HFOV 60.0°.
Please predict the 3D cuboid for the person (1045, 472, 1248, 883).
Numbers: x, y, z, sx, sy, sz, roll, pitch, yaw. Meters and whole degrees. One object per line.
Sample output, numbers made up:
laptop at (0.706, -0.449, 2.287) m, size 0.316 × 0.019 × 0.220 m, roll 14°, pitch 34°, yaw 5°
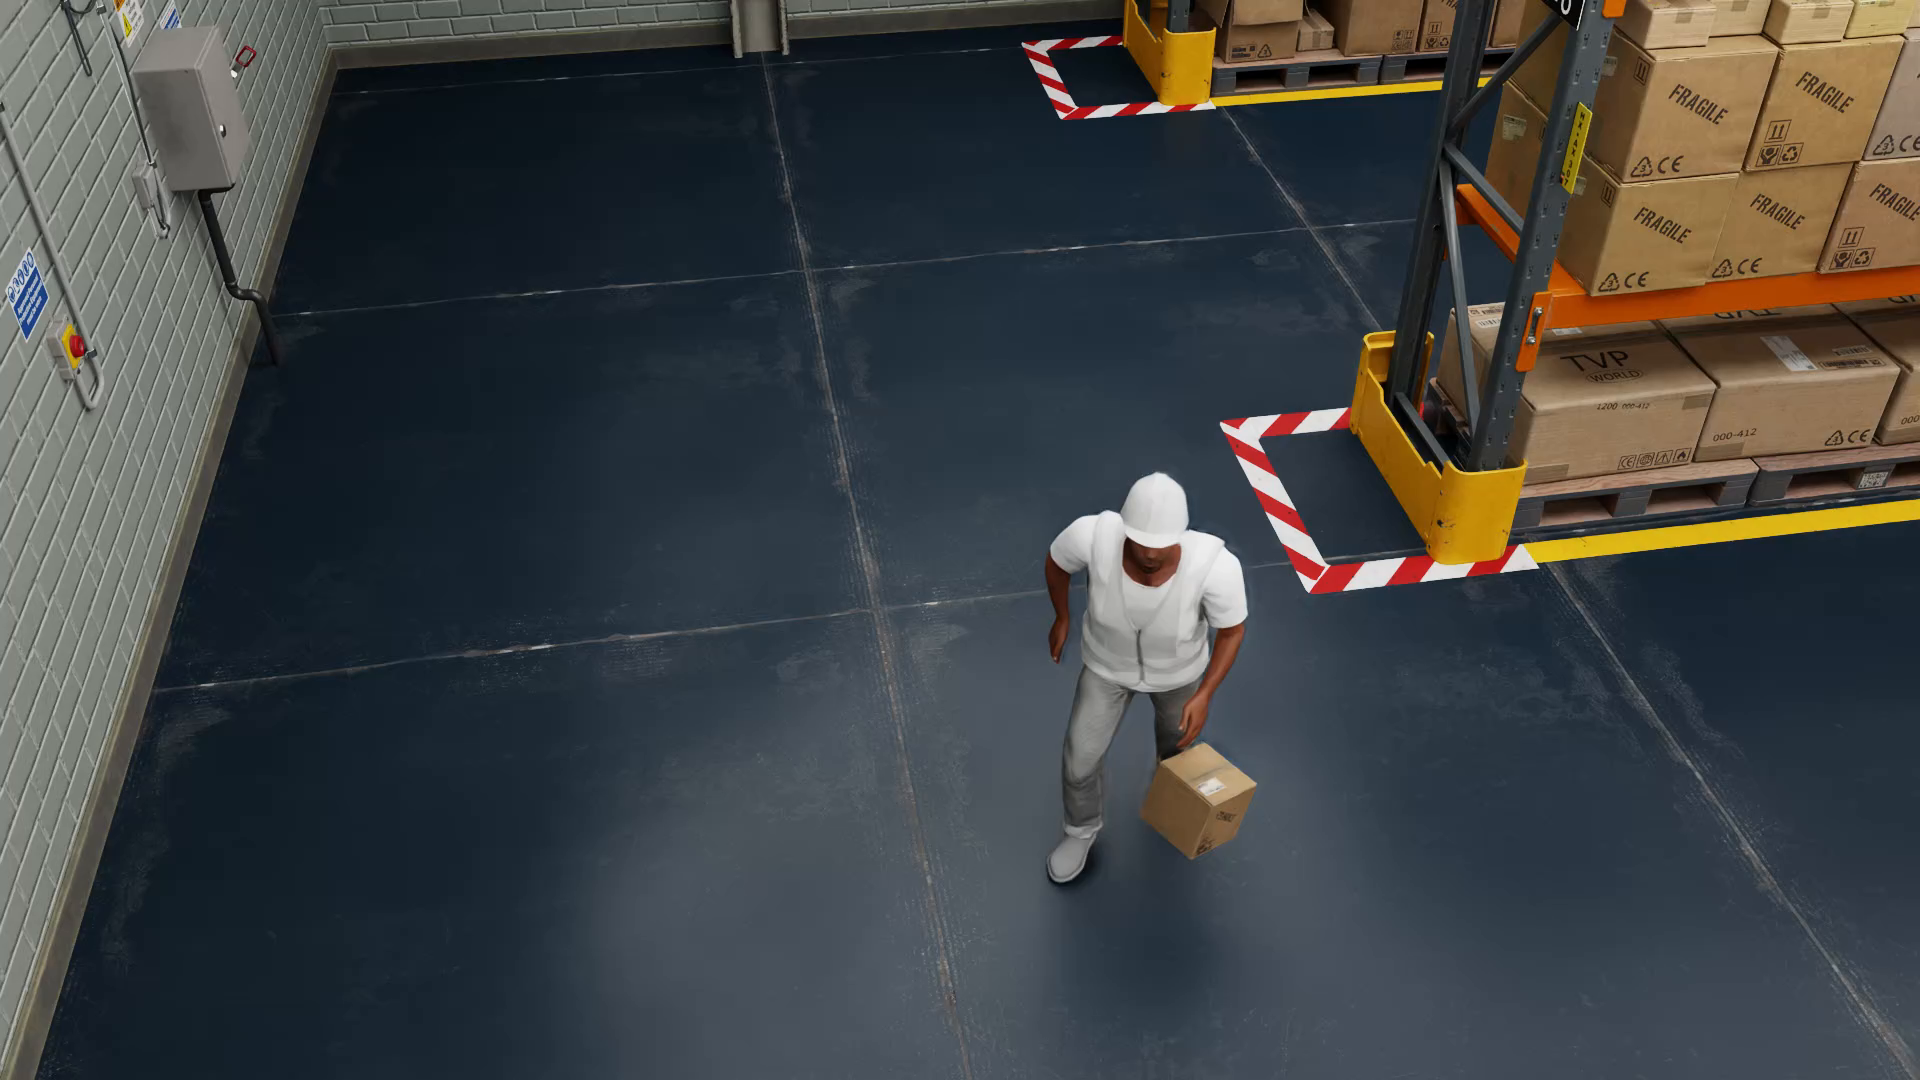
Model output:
person at (0.604, 0.411, 5.641) m, size 0.667 × 1.708 × 0.697 m, roll 4°, pitch 39°, yaw 5°
